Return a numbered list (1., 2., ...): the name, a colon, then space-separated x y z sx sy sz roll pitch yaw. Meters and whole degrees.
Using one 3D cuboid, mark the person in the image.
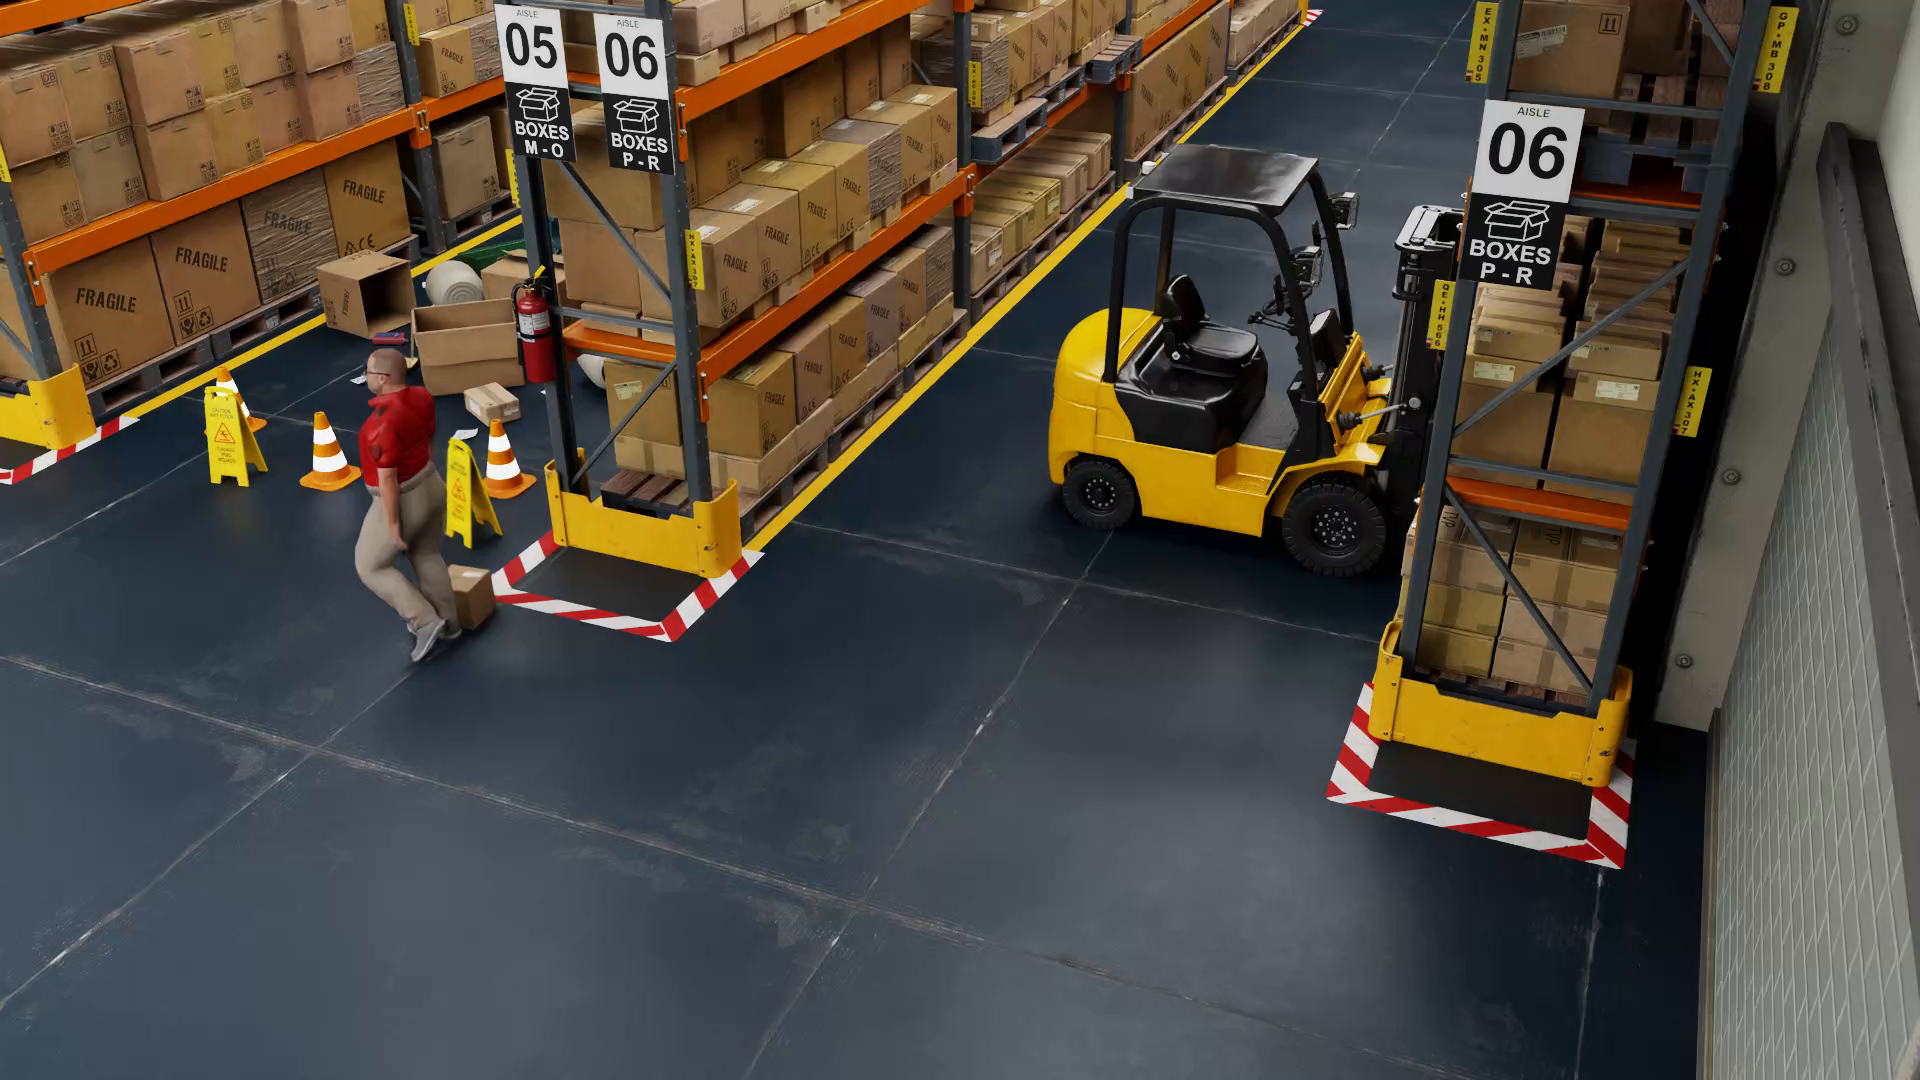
1. person: -2.944 -0.192 8.756 0.428 1.761 0.536 9 31 15
